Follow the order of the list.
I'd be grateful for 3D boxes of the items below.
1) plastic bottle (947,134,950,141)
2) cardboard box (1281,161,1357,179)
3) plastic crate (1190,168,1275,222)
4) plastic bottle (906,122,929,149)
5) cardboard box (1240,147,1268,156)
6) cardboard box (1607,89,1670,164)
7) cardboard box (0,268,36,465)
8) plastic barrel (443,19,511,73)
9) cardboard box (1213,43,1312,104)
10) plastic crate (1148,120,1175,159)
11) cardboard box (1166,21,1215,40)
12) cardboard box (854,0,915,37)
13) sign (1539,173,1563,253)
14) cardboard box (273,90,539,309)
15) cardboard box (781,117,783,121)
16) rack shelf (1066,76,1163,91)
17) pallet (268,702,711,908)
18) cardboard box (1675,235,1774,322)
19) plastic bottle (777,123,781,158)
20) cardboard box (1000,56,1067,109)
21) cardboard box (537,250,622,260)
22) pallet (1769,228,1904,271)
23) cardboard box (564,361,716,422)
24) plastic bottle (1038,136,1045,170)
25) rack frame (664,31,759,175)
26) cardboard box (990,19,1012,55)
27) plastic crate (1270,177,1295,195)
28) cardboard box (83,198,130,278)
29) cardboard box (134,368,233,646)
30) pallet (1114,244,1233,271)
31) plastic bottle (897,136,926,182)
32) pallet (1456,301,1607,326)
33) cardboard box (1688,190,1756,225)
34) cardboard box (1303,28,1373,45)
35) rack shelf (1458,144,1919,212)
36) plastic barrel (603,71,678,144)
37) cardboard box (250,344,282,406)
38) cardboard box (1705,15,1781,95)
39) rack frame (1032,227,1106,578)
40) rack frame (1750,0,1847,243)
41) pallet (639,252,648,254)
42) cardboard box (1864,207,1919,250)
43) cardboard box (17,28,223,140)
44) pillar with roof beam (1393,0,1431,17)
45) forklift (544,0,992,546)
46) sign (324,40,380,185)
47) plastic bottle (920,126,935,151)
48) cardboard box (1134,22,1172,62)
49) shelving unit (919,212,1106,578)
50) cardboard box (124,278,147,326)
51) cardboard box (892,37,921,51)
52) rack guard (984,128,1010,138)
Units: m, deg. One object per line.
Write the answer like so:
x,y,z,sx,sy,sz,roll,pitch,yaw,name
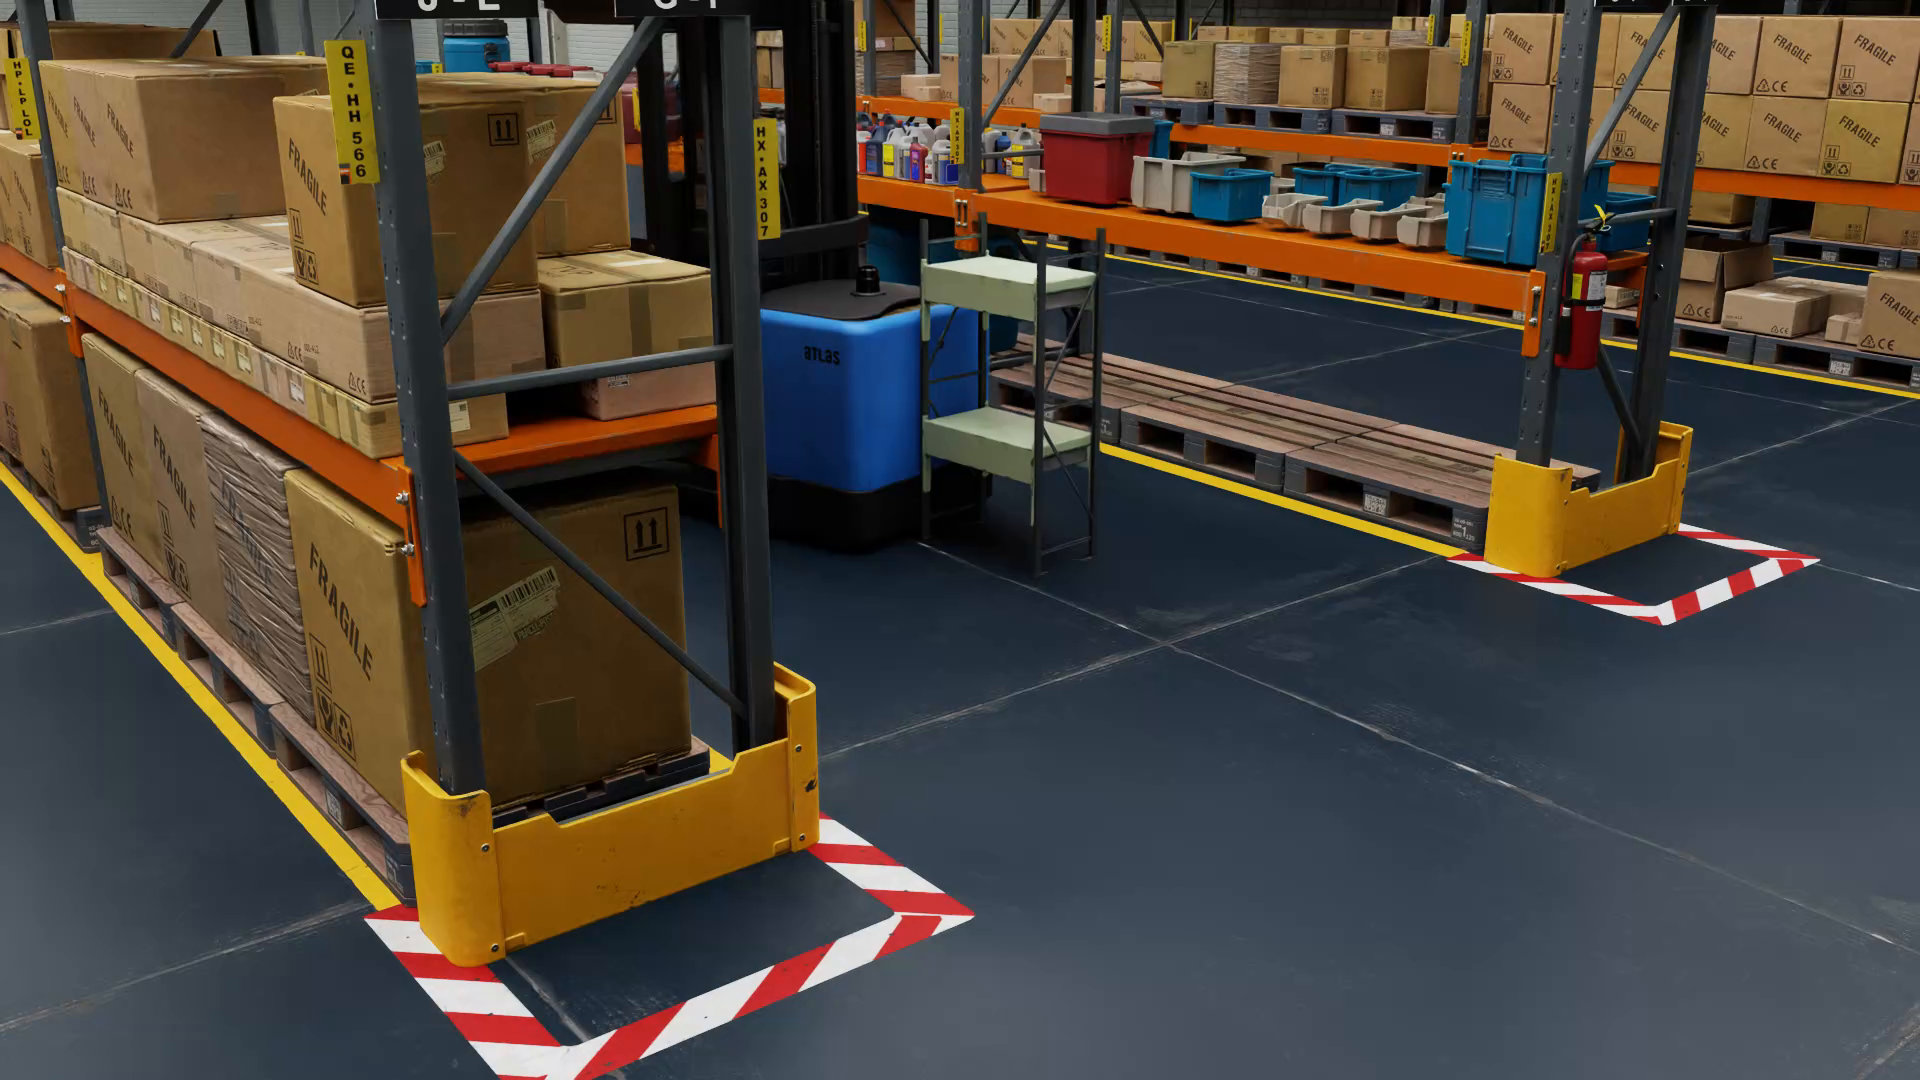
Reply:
-0.028,-2.729,11.517,0.061,0.283,0.133,-14,23,-36,plastic bottle
3.259,-3.272,15.057,0.500,0.250,0.500,-15,23,-37,cardboard box
1.424,-1.811,8.731,0.416,0.233,0.300,-14,23,-36,plastic crate
-0.298,-2.559,10.897,0.144,0.351,0.185,-14,23,-36,plastic bottle
4.045,-5.023,21.537,0.700,0.500,0.500,-15,23,-37,cardboard box
5.034,-2.977,11.922,0.500,0.500,0.500,-14,23,-36,cardboard box
-4.435,-0.990,8.791,1.225,0.875,0.875,-15,23,-38,cardboard box
-4.548,-4.447,15.722,0.600,0.901,0.708,-14,23,-36,plastic barrel
2.715,-4.194,14.930,0.700,0.500,0.500,-9,20,-26,cardboard box
0.974,-2.364,10.160,0.392,0.384,0.575,-14,23,-36,plastic crate
3.087,-6.747,22.482,0.500,0.500,0.500,-15,23,-37,cardboard box
-0.946,-6.100,19.291,0.700,0.500,0.500,-14,23,-36,cardboard box
2.479,-1.372,6.975,0.100,0.325,0.005,-14,23,-36,sign
-1.491,-0.934,4.484,0.500,0.500,0.500,-14,23,-35,cardboard box
-2.061,-5.019,20.761,0.500,0.500,0.500,-14,23,-36,cardboard box
1.973,-6.448,23.708,1.077,0.370,4.000,-14,23,-36,rack shelf
-1.541,0.703,5.405,1.003,0.211,1.213,-14,23,-36,pallet
5.472,-1.919,12.159,0.797,0.503,0.637,-14,23,-36,cardboard box
-1.284,-2.828,11.836,0.097,0.271,0.097,0,18,0,plastic bottle
0.763,-4.801,17.430,0.500,0.500,0.500,-16,24,-39,cardboard box
-1.397,-0.807,5.294,0.500,0.250,0.500,-14,23,-37,cardboard box
8.593,-2.799,15.979,1.003,0.211,1.213,-14,23,-36,pallet
-0.945,-0.472,4.916,0.380,0.149,0.250,-14,23,-36,cardboard box
0.523,-2.510,10.856,0.061,0.283,0.133,-14,23,-36,plastic bottle
-2.067,-3.377,13.290,1.000,3.000,0.127,-14,23,-36,rack frame
0.792,-7.400,24.453,0.500,0.500,0.500,-14,23,-36,cardboard box
1.733,-1.925,9.227,0.293,0.136,0.466,-14,23,-36,plastic crate
-3.075,-1.205,6.494,0.500,0.250,0.500,-14,23,-36,cardboard box
-2.560,-0.216,6.454,0.875,0.875,0.875,-14,23,-36,cardboard box
2.252,-2.828,16.068,1.003,0.211,1.213,-14,23,-36,pallet
-0.309,-2.457,10.708,0.152,0.276,0.135,-14,23,-36,plastic bottle
4.727,-1.864,13.157,1.003,0.211,1.213,-14,23,-36,pallet
7.677,-3.639,16.832,0.750,0.750,0.750,-14,23,-35,cardboard box
4.608,-5.984,20.303,0.700,0.500,0.500,-14,23,-36,cardboard box
5.543,-2.523,11.855,1.077,0.370,4.000,-14,23,-36,rack shelf
-2.593,-3.497,13.436,0.600,0.536,0.708,-14,23,-36,plastic barrel
-1.935,-0.531,5.095,0.380,0.149,0.250,-13,23,-35,cardboard box
5.334,-3.328,11.391,0.500,0.500,0.500,-13,22,-34,cardboard box
0.473,-0.587,7.250,0.400,1.500,0.023,-16,24,-41,rack frame
8.182,-4.325,16.153,1.000,3.000,0.127,-14,23,-36,rack frame
-3.271,-2.553,15.235,1.003,0.211,1.213,-14,23,-36,pallet
8.876,-3.009,15.487,0.700,0.500,0.500,-14,23,-37,cardboard box
-3.869,-2.105,7.691,0.797,0.503,0.637,-15,23,-38,cardboard box
2.195,-7.808,17.126,9.100,9.000,0.400,-14,23,-36,pillar with roof beam
-1.315,-1.718,8.389,3.031,2.935,1.130,14,23,36,forklift
-1.417,-0.999,3.889,0.100,0.325,0.005,-14,23,-36,sign
-0.267,-2.720,11.502,0.152,0.276,0.135,-14,23,-36,plastic bottle
2.679,-6.647,22.178,0.500,0.500,0.500,-14,23,-36,cardboard box
0.222,-0.671,7.503,0.431,1.500,0.755,-16,24,-41,shelving unit
-2.893,-0.911,6.242,0.380,0.149,0.250,-14,23,-37,cardboard box
-0.681,-5.788,19.380,0.380,0.149,0.250,-14,23,-36,cardboard box
0.779,-6.077,25.419,1.175,0.500,0.348,-14,23,-36,rack guard
